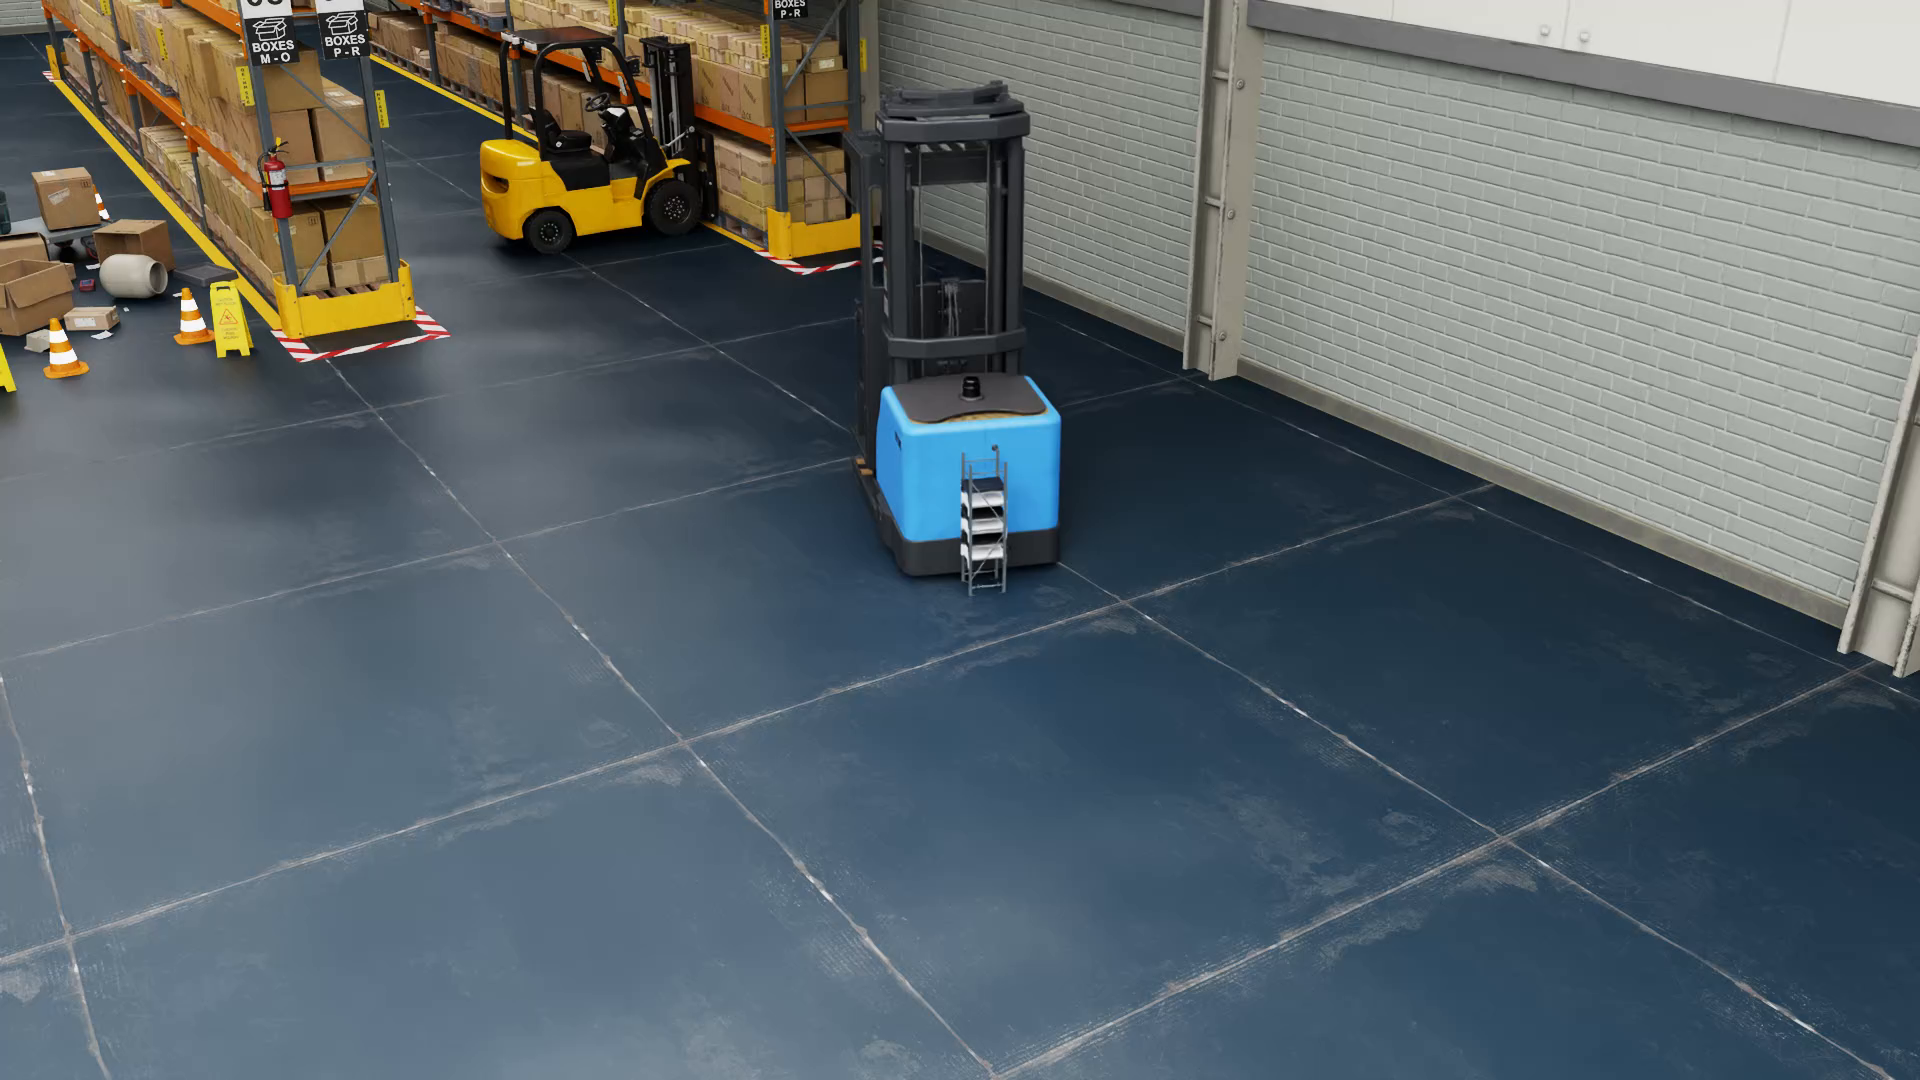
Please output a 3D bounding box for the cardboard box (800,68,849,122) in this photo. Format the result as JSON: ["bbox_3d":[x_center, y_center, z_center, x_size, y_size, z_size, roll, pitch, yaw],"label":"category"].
[{"bbox_3d":[-1.527,-4.788,17.762,0.500,0.500,0.500,-14,29,-28],"label":"cardboard box"}]

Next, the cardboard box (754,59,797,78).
[{"bbox_3d":[-1.913,-4.899,17.236,0.380,0.149,0.250,-15,29,-29],"label":"cardboard box"}]

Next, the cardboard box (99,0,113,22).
[{"bbox_3d":[-10.515,-6.826,20.907,0.500,0.500,0.500,-16,30,-31],"label":"cardboard box"}]

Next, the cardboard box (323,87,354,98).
[{"bbox_3d":[-5.958,-3.942,15.620,0.500,0.500,0.500,-15,29,-28],"label":"cardboard box"}]

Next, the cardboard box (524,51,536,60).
[{"bbox_3d":[-6.206,-7.146,24.551,0.380,0.149,0.250,-15,29,-29],"label":"cardboard box"}]

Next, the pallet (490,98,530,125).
[{"bbox_3d":[-6.232,-6.378,24.512,1.003,0.211,1.213,-16,29,-30],"label":"pallet"}]

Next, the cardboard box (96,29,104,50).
[{"bbox_3d":[-11.060,-6.620,21.935,0.500,0.250,0.500,-16,30,-30],"label":"cardboard box"}]

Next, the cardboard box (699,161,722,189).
[{"bbox_3d":[-2.581,-4.137,18.643,0.500,0.250,0.500,-16,30,-31],"label":"cardboard box"}]

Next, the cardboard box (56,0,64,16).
[{"bbox_3d":[-13.237,-8.146,24.875,0.500,0.500,0.500,-16,30,-30],"label":"cardboard box"}]

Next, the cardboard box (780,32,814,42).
[{"bbox_3d":[-1.764,-5.337,17.816,0.380,0.149,0.250,-15,29,-29],"label":"cardboard box"}]

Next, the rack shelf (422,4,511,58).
[{"bbox_3d":[-6.948,-7.753,25.002,1.077,0.370,4.000,-16,29,-30],"label":"rack shelf"}]

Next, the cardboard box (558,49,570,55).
[{"bbox_3d":[-4.980,-6.530,21.744,0.500,0.250,0.500,-14,29,-28],"label":"cardboard box"}]

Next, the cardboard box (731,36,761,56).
[{"bbox_3d":[-2.188,-5.222,17.572,0.380,0.149,0.250,-15,29,-28],"label":"cardboard box"}]

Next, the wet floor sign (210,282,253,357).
[{"bbox_3d":[-6.439,-1.961,14.649,0.267,0.644,0.232,-6,26,-12],"label":"wet floor sign"}]

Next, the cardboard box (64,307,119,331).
[{"bbox_3d":[-8.054,-2.052,15.422,0.380,0.149,0.250,-1,25,-3],"label":"cardboard box"}]

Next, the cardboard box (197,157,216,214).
[{"bbox_3d":[-7.734,-3.786,17.606,0.500,0.500,0.500,-14,29,-27],"label":"cardboard box"}]

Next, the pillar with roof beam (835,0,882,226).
[{"bbox_3d":[-4.721,-6.670,14.838,9.100,9.000,0.400,-16,29,-30],"label":"pillar with roof beam"}]

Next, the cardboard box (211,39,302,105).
[{"bbox_3d":[-6.378,-4.290,15.186,0.700,0.500,0.500,-15,29,-29],"label":"cardboard box"}]

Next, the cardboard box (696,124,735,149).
[{"bbox_3d":[-2.840,-4.534,18.899,0.500,0.250,0.500,-16,30,-31],"label":"cardboard box"}]

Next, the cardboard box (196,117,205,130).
[{"bbox_3d":[-7.745,-4.395,17.340,0.380,0.149,0.250,-15,29,-28],"label":"cardboard box"}]

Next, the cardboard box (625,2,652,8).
[{"bbox_3d":[-4.080,-6.730,21.117,0.380,0.149,0.250,-16,30,-30],"label":"cardboard box"}]

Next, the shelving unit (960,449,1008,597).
[{"bbox_3d":[0.150,-0.102,10.413,0.258,0.900,0.210,-6,26,-12],"label":"shelving unit"}]

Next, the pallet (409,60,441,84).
[{"bbox_3d":[-8.414,-7.778,27.480,1.003,0.211,1.213,-16,29,-30],"label":"pallet"}]

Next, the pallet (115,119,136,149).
[{"bbox_3d":[-11.043,-5.679,23.033,1.003,0.211,1.213,-16,29,-30],"label":"pallet"}]

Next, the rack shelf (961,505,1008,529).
[{"bbox_3d":[0.150,-0.154,10.389,0.258,0.077,0.200,-6,26,-12],"label":"rack shelf"}]

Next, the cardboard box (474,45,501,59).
[{"bbox_3d":[-7.039,-7.314,24.906,0.380,0.149,0.250,-17,30,-32],"label":"cardboard box"}]

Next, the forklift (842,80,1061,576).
[{"bbox_3d":[-0.174,-1.701,11.421,1.130,2.935,3.031,-6,26,-12],"label":"forklift"}]

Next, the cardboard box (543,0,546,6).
[{"bbox_3d":[-5.305,-7.164,22.035,0.380,0.149,0.250,-15,29,-29],"label":"cardboard box"}]

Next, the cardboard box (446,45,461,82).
[{"bbox_3d":[-7.666,-7.439,25.931,0.500,0.500,0.500,-16,30,-30],"label":"cardboard box"}]

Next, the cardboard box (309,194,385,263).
[{"bbox_3d":[-5.868,-2.990,15.921,0.500,0.500,0.500,-17,30,-31],"label":"cardboard box"}]

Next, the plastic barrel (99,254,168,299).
[{"bbox_3d":[-8.042,-2.564,16.186,0.512,0.421,0.421,3,25,6],"label":"plastic barrel"}]

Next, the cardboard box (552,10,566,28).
[{"bbox_3d":[-4.976,-6.758,21.641,0.500,0.250,0.500,-15,29,-29],"label":"cardboard box"}]

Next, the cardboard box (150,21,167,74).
[{"bbox_3d":[-8.546,-5.432,18.286,0.500,0.500,0.500,-15,29,-29],"label":"cardboard box"}]

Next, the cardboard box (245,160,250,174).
[{"bbox_3d":[-6.383,-3.475,15.392,0.380,0.149,0.250,-16,30,-30],"label":"cardboard box"}]

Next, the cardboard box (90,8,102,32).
[{"bbox_3d":[-11.070,-6.838,21.811,0.500,0.250,0.500,-16,30,-31],"label":"cardboard box"}]

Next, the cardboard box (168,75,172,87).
[{"bbox_3d":[-8.471,-5.068,18.275,0.380,0.149,0.250,-17,30,-31],"label":"cardboard box"}]

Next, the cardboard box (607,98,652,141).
[{"bbox_3d":[-3.967,-5.232,21.109,0.875,0.625,0.625,-14,29,-27],"label":"cardboard box"}]

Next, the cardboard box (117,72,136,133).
[{"bbox_3d":[-10.804,-6.020,22.486,0.875,0.875,0.875,-15,29,-29],"label":"cardboard box"}]

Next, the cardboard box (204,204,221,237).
[{"bbox_3d":[-7.734,-3.446,17.766,0.500,0.250,0.500,-17,30,-32],"label":"cardboard box"}]

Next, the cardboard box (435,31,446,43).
[{"bbox_3d":[-8.067,-7.956,26.266,0.380,0.149,0.250,-14,29,-27],"label":"cardboard box"}]

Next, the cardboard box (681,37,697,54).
[{"bbox_3d":[-2.892,-5.538,18.589,0.380,0.149,0.250,-16,30,-31],"label":"cardboard box"}]

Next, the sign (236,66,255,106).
[{"bbox_3d":[-6.122,-3.888,14.245,0.100,0.325,0.005,-16,29,-30],"label":"sign"}]

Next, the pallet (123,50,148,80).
[{"bbox_3d":[-9.535,-5.888,20.433,1.213,0.211,1.003,-16,29,-30],"label":"pallet"}]

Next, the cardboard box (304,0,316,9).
[{"bbox_3d":[-5.555,-4.780,14.643,0.380,0.149,0.250,-16,29,-30],"label":"cardboard box"}]

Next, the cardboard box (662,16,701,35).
[{"bbox_3d":[-3.164,-5.858,18.919,0.380,0.149,0.250,-16,30,-30],"label":"cardboard box"}]

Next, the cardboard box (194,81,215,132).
[{"bbox_3d":[-7.266,-4.375,16.537,0.500,0.500,0.500,-16,30,-30],"label":"cardboard box"}]

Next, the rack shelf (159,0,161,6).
[{"bbox_3d":[-8.922,-6.520,18.877,1.077,0.370,4.000,-16,29,-30],"label":"rack shelf"}]

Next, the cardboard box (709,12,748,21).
[{"bbox_3d":[-2.674,-5.998,19.216,0.380,0.149,0.250,-16,30,-30],"label":"cardboard box"}]

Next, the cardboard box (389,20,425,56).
[{"bbox_3d":[-9.330,-8.516,28.211,0.500,0.500,0.500,-15,29,-29],"label":"cardboard box"}]

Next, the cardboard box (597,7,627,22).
[{"bbox_3d":[-4.291,-6.529,20.689,0.380,0.149,0.250,-16,29,-30],"label":"cardboard box"}]

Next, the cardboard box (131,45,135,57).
[{"bbox_3d":[-9.755,-5.904,20.045,0.380,0.149,0.250,-18,31,-33],"label":"cardboard box"}]

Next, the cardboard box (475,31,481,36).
[{"bbox_3d":[-7.450,-7.989,26.336,0.380,0.149,0.250,-16,29,-30],"label":"cardboard box"}]

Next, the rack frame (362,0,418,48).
[{"bbox_3d":[-10.224,-10.224,29.394,1.000,3.000,0.127,-16,29,-30],"label":"rack frame"}]

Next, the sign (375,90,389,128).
[{"bbox_3d":[-5.192,-3.861,14.901,0.100,0.325,0.005,-16,29,-30],"label":"sign"}]
